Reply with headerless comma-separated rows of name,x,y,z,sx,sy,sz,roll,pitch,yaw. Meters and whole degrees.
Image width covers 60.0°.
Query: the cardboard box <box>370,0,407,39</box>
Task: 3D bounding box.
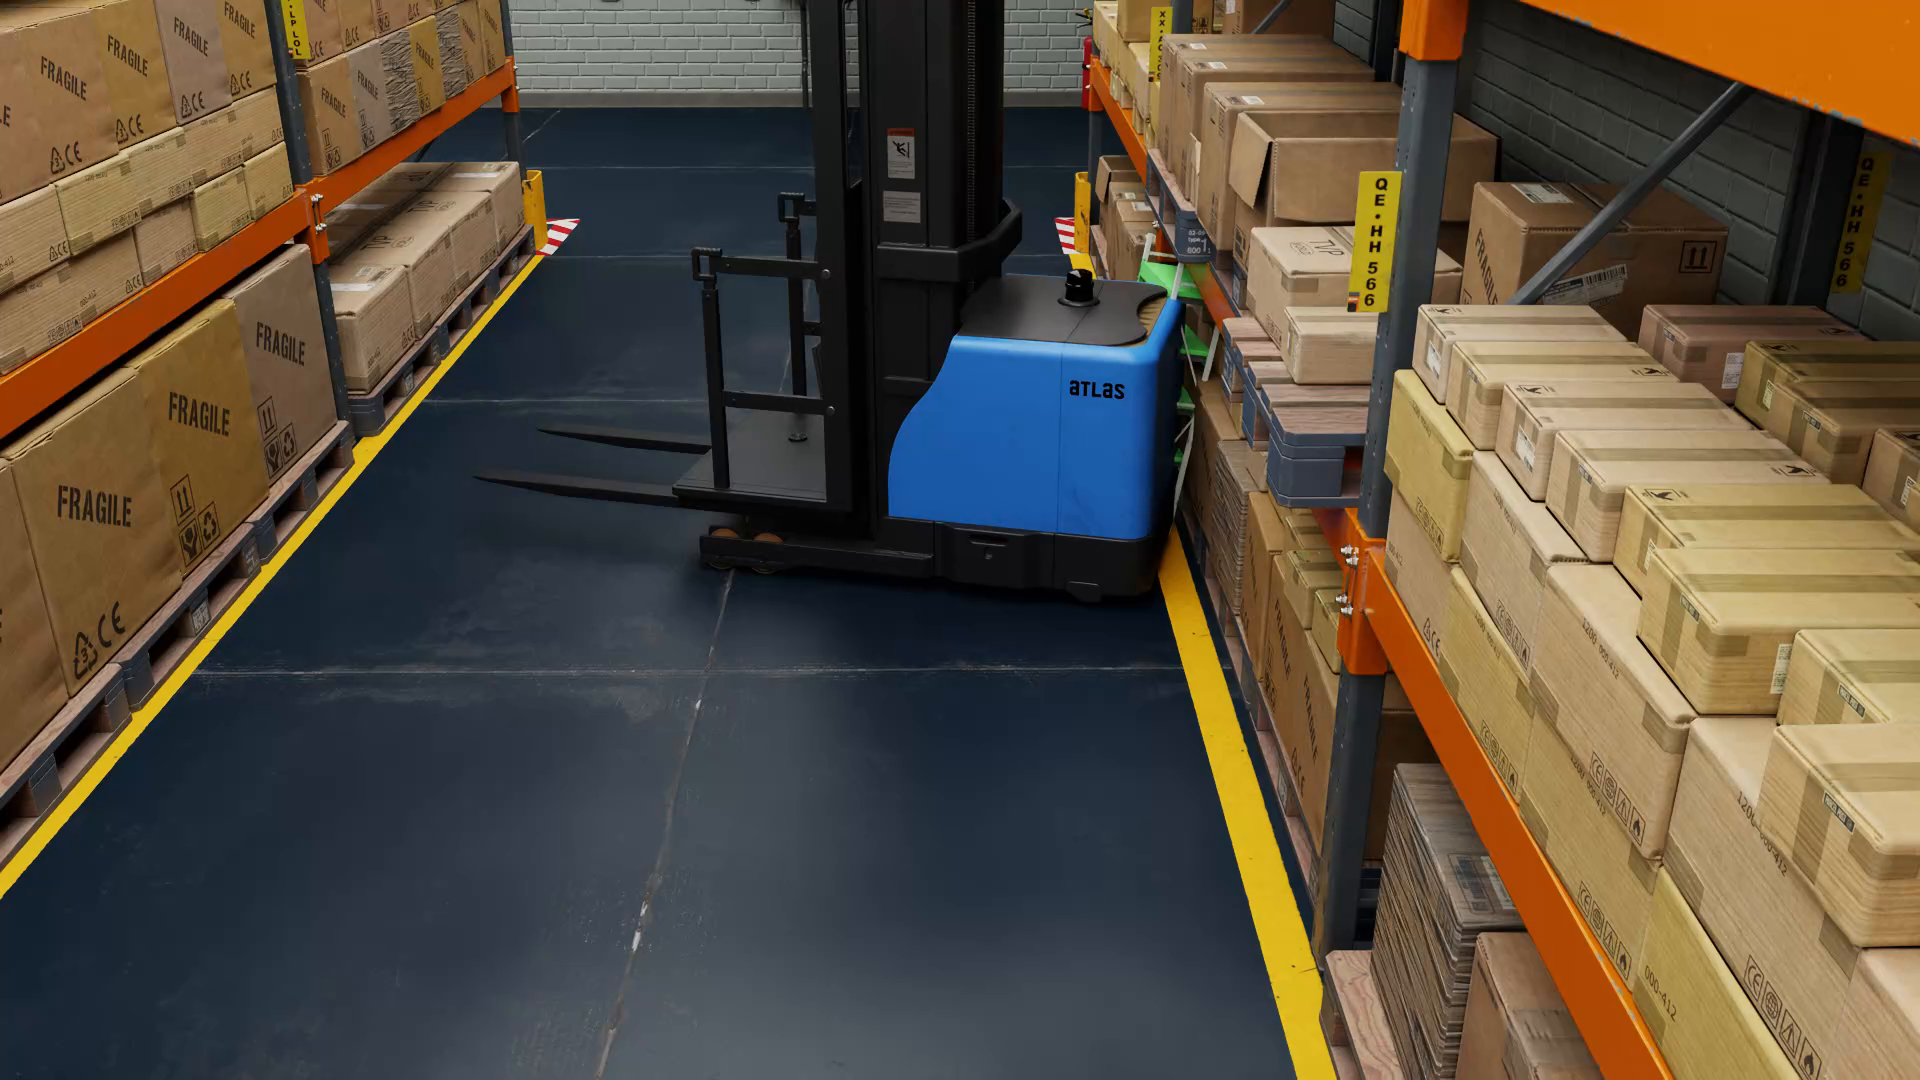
cardboard box,-3.272,-2.935,8.766,0.500,0.500,0.500,0,24,0

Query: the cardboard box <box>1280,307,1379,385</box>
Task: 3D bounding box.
cardboard box,1.101,-0.539,4.597,0.380,0.149,0.250,0,24,0

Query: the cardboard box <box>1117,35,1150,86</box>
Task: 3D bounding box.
cardboard box,1.182,-2.741,9.493,0.500,0.250,0.500,-1,24,-2

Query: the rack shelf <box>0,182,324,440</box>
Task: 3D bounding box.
rack shelf,-3.493,-0.666,5.955,1.077,0.370,4.000,0,24,-1

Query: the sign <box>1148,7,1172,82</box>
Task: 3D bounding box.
sign,0.906,-2.230,7.491,0.100,0.325,0.005,0,24,-1

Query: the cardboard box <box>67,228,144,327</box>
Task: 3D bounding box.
cardboard box,-3.257,-0.935,5.859,0.500,0.250,0.500,0,24,-1

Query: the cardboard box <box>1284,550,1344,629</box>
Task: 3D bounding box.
cardboard box,1.199,0.144,5.028,0.380,0.149,0.250,-1,24,-3

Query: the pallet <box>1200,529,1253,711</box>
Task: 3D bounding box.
pallet,1.511,0.268,6.401,1.003,0.211,1.213,0,24,-1

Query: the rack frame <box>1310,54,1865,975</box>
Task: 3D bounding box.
rack frame,1.492,-0.193,4.037,1.000,3.000,0.127,0,24,-1

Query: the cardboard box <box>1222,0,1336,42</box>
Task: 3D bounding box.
cardboard box,1.698,-2.865,8.856,0.500,0.500,0.500,-1,24,-2

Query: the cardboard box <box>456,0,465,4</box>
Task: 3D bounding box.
cardboard box,-3.280,-3.554,10.134,0.500,0.500,0.500,0,24,0

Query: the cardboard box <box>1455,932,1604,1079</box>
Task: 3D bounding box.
cardboard box,1.500,1.224,3.276,0.875,0.625,0.625,1,24,1

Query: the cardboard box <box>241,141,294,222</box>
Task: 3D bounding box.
cardboard box,-3.258,-1.566,7.254,0.500,0.250,0.500,-1,24,-2

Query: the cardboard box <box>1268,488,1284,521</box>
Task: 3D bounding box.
cardboard box,1.280,-0.176,5.736,0.380,0.149,0.250,-1,24,-1

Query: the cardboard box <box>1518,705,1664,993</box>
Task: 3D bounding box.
cardboard box,1.266,0.479,2.734,0.500,0.250,0.500,-1,24,-2

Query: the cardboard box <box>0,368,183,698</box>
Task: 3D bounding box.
cardboard box,-3.401,-0.045,5.779,0.875,0.875,0.875,0,24,0

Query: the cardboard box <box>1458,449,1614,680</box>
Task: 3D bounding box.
cardboard box,1.257,0.038,3.102,0.500,0.250,0.500,0,24,1

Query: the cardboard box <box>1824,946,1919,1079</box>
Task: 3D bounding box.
cardboard box,1.262,0.672,1.700,0.500,0.250,0.500,0,24,0

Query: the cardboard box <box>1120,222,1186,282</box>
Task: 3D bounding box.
cardboard box,1.298,-1.509,9.471,0.700,0.500,0.500,-1,24,-3

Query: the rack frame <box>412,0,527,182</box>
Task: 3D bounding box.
rack frame,-3.559,-3.466,11.273,1.000,3.000,0.127,0,24,-1

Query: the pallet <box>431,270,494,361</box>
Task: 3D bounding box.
pallet,-3.461,-1.365,10.011,1.003,0.211,1.213,0,24,-1

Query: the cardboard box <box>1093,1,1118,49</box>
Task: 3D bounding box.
cardboard box,1.140,-3.369,10.879,0.500,0.250,0.500,0,24,0

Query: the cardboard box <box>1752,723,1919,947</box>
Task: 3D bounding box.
cardboard box,1.186,0.339,1.952,0.380,0.149,0.250,-1,24,-2

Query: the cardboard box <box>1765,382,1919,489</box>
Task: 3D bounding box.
cardboard box,1.754,-0.187,3.115,0.380,0.149,0.250,0,24,-1

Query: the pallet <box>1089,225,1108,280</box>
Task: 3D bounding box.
pallet,1.415,-1.859,11.105,1.003,0.211,1.213,0,24,-1

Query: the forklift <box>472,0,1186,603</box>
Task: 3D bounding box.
forklift,-0.604,-1.398,6.783,3.031,2.935,1.130,6,25,13

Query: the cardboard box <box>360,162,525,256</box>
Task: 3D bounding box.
cardboard box,-3.452,-2.218,11.114,0.875,0.438,0.875,-1,24,-2

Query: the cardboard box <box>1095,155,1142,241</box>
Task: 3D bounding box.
cardboard box,1.317,-2.291,11.196,0.797,0.503,0.637,-1,24,-3

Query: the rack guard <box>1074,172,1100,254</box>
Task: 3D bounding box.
rack guard,1.405,-2.319,11.772,1.175,0.500,0.348,0,24,-1

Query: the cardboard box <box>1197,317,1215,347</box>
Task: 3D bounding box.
cardboard box,1.266,-0.927,7.395,0.380,0.149,0.250,-1,24,-2

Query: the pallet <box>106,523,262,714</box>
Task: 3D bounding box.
pallet,-3.415,0.275,6.387,1.003,0.211,1.213,0,24,-1

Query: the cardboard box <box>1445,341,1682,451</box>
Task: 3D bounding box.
cardboard box,1.205,-0.292,3.346,0.380,0.149,0.250,0,24,1

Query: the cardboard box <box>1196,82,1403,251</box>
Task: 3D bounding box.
cardboard box,1.244,-1.341,5.945,0.700,0.500,0.500,0,24,-1

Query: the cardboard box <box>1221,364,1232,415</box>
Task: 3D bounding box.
cardboard box,1.263,-0.605,6.684,0.380,0.149,0.250,0,24,-1

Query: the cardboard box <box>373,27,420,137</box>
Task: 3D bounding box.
cardboard box,-3.259,-2.470,8.950,0.500,0.500,0.500,0,24,0

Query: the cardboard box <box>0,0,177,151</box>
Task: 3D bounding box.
cardboard box,-3.260,-1.714,6.064,0.500,0.500,0.500,0,24,1

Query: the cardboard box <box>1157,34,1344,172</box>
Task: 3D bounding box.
cardboard box,1.230,-1.878,7.131,0.700,0.500,0.500,0,24,1

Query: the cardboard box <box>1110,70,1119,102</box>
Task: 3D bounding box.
cardboard box,1.098,-2.707,9.901,0.380,0.149,0.250,-1,24,-2

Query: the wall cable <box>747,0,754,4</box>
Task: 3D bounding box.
wall cable,-2.226,-6.263,16.226,0.588,1.984,0.122,0,24,-1

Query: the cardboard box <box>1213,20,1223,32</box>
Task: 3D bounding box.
cardboard box,1.680,-2.952,9.958,0.500,0.250,0.500,1,24,1

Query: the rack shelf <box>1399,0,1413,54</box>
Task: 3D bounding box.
rack shelf,1.470,-2.056,5.389,1.077,0.370,4.000,0,24,-1

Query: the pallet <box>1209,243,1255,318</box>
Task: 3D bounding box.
pallet,1.466,-0.907,5.849,1.003,0.211,1.213,0,24,-1

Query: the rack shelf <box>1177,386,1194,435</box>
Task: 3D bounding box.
rack shelf,0.857,-0.617,7.283,0.258,0.148,0.480,6,23,-12

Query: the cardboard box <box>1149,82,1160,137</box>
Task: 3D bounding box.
cardboard box,1.199,-2.117,8.113,0.500,0.250,0.500,0,24,1

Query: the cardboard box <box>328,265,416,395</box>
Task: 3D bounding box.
cardboard box,-3.415,-1.101,8.643,0.875,0.438,0.875,-1,24,-1

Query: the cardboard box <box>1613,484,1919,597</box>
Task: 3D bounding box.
cardboard box,1.282,0.025,2.646,0.380,0.149,0.250,0,24,0

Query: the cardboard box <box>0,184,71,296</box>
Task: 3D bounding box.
cardboard box,-3.228,-0.957,5.302,0.500,0.250,0.500,0,24,-1

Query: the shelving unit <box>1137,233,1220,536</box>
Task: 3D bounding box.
shelving unit,0.868,-0.675,7.258,0.258,1.200,0.503,6,23,-12

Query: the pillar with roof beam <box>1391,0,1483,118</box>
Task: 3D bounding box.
pillar with roof beam,-1.963,-4.846,7.046,9.100,9.000,0.400,0,24,-1

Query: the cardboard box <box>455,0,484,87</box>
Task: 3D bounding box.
cardboard box,-3.298,-3.107,10.358,0.500,0.500,0.500,-1,24,-2

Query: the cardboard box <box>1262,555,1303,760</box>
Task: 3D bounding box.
cardboard box,1.277,0.375,5.305,0.500,0.500,0.500,-1,24,-1

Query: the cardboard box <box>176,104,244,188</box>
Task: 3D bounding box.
cardboard box,-3.254,-1.591,6.702,0.500,0.250,0.500,0,24,1

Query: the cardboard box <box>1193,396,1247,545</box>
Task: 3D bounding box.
cardboard box,1.245,-0.268,6.727,0.500,0.500,0.500,-1,24,-2

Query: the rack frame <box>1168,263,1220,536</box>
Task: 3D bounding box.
rack frame,0.906,-0.574,7.039,0.240,1.200,0.015,6,23,-12
